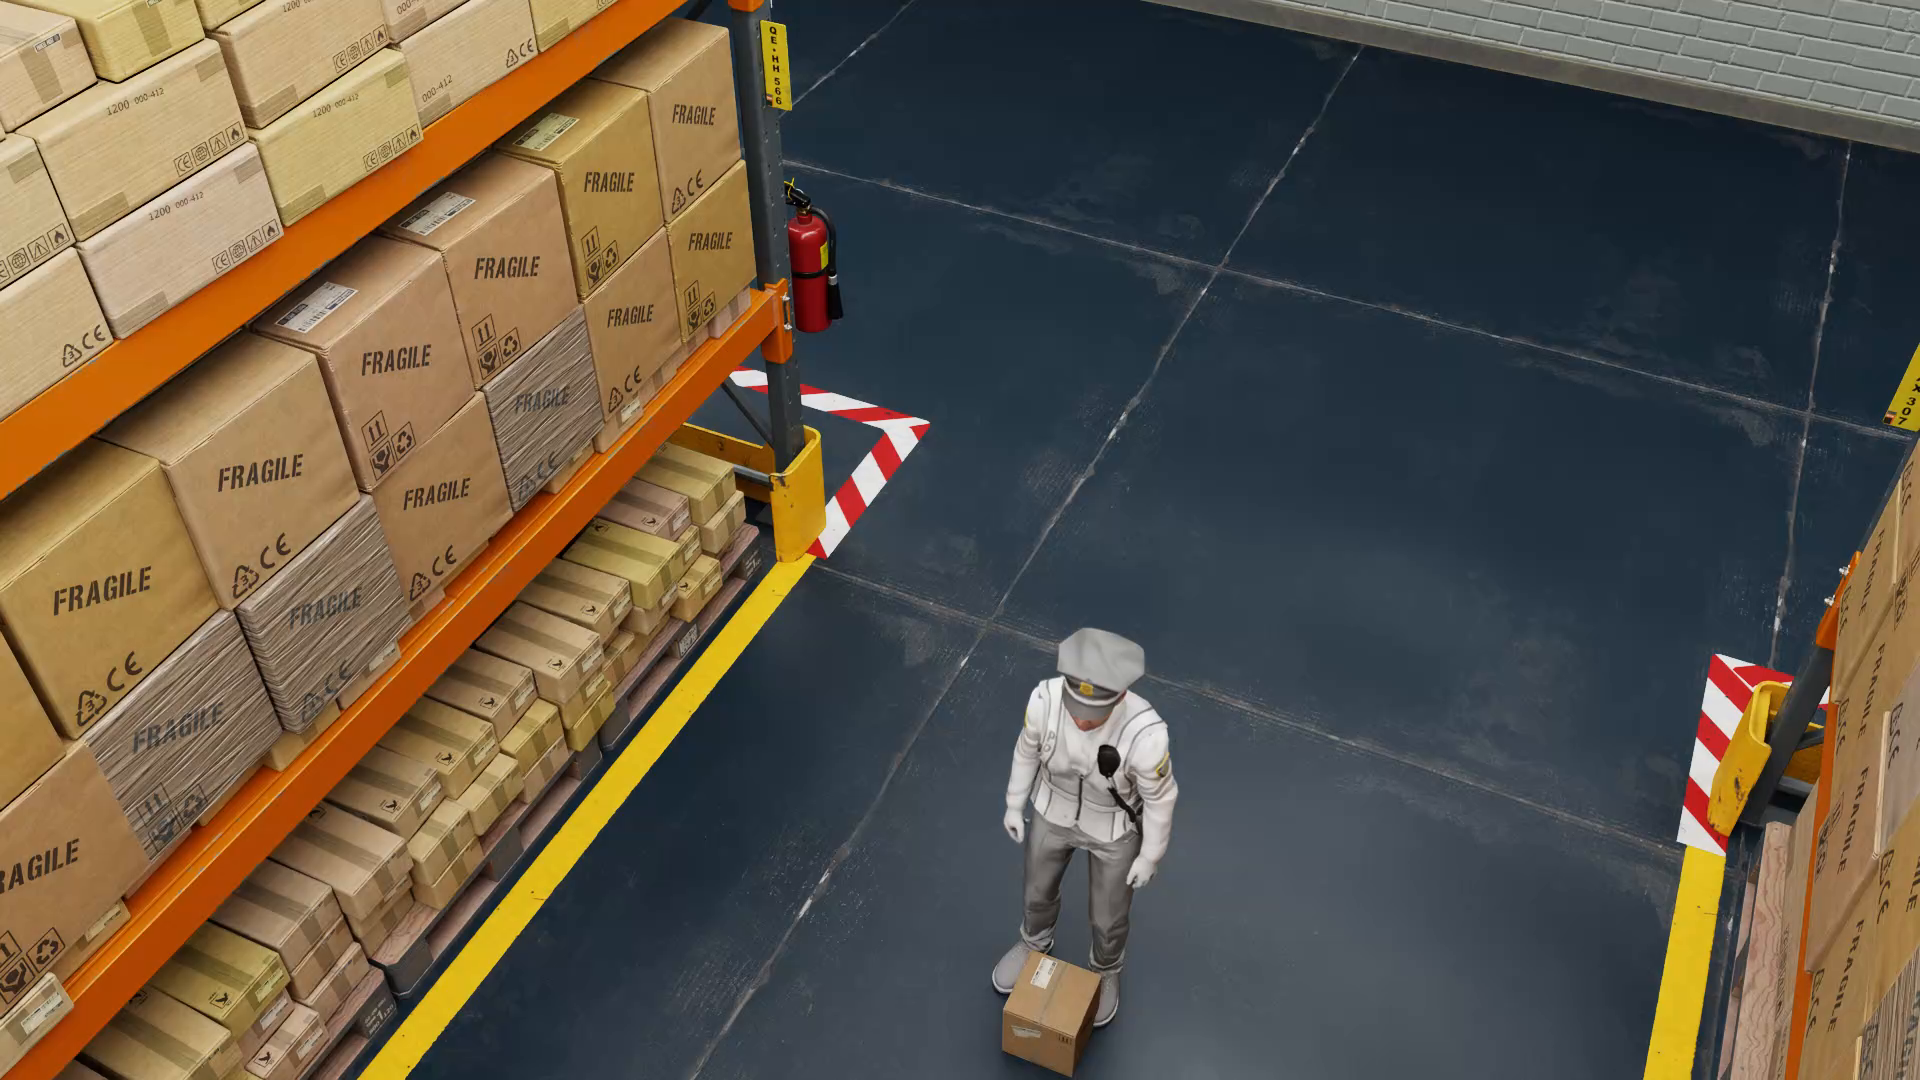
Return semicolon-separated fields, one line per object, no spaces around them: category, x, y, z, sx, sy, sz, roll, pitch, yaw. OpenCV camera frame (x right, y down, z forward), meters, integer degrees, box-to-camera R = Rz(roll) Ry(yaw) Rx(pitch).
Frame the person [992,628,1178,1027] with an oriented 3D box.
person;0.393;0.890;5.177;0.529;1.664;0.371;18;45;19
